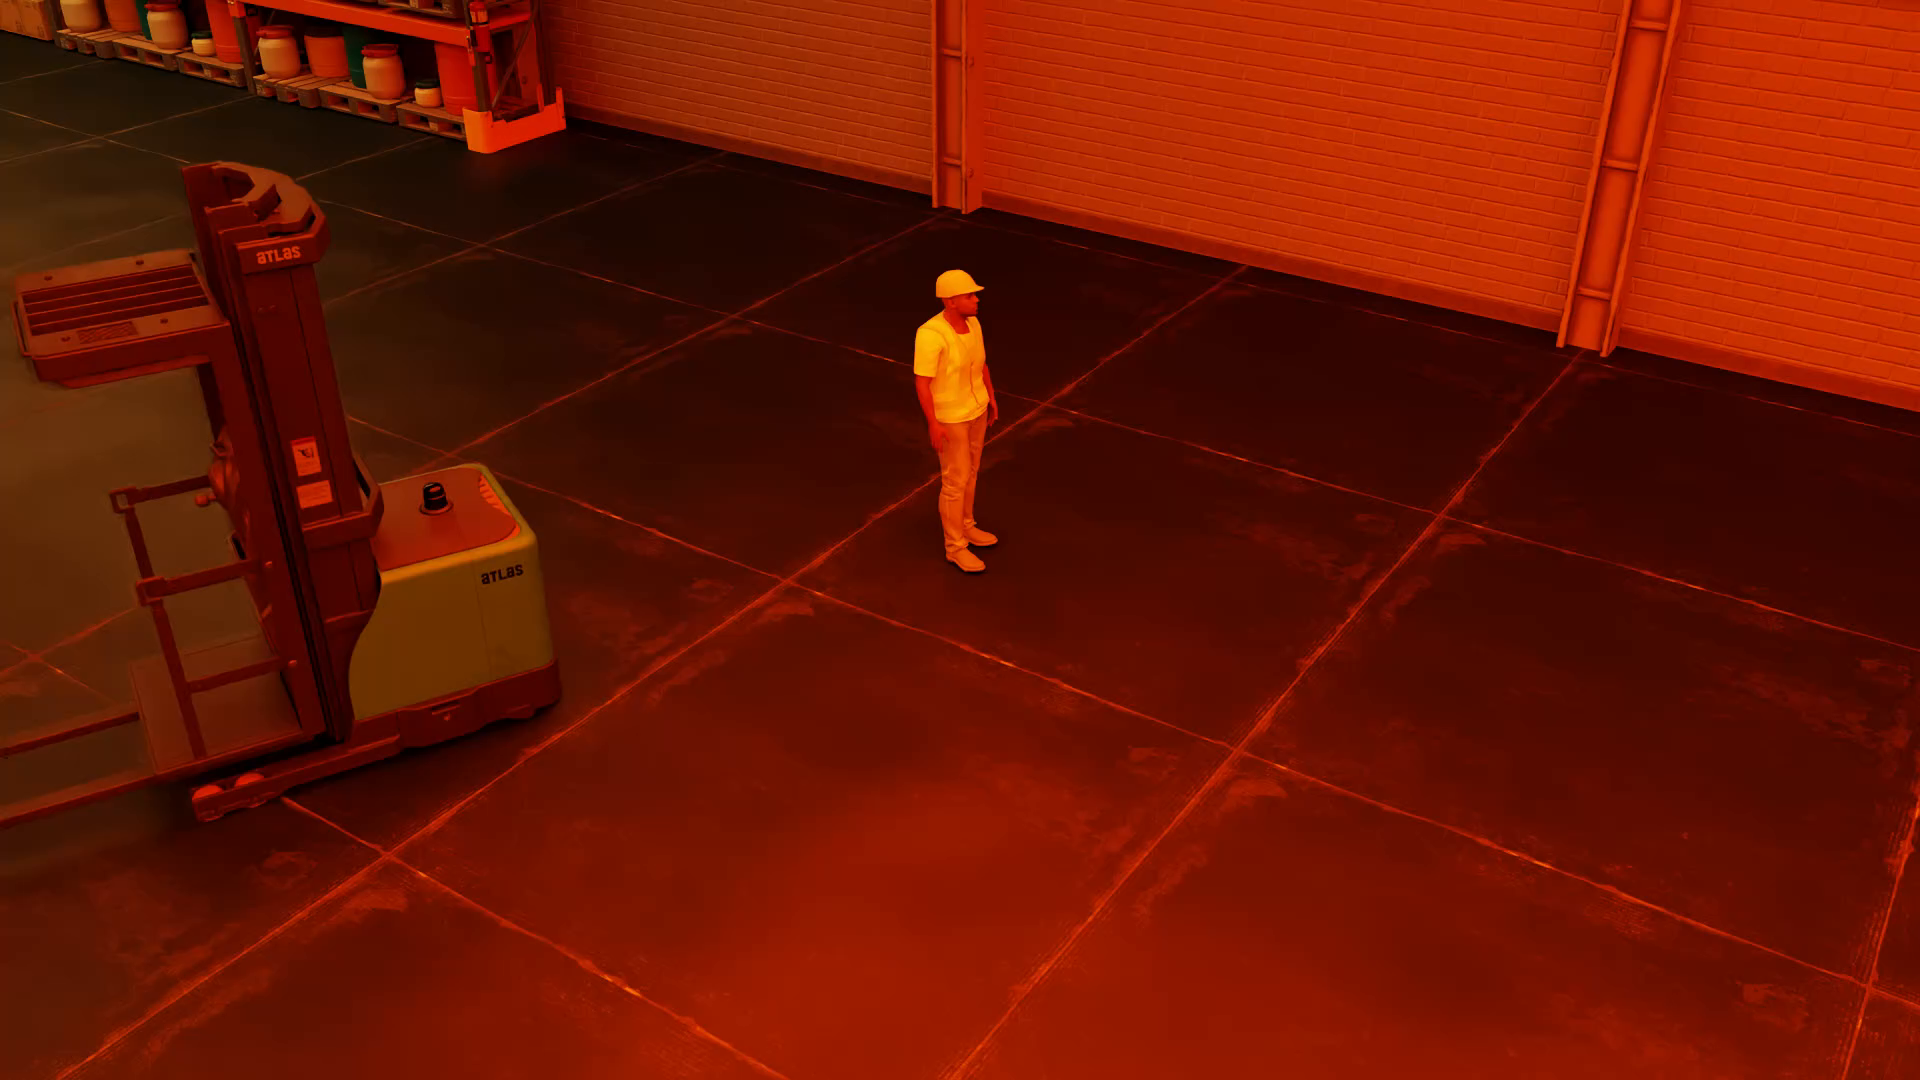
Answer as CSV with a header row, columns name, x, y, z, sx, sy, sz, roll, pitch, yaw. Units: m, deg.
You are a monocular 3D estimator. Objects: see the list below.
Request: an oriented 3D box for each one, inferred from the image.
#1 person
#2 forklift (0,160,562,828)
name,x,y,z,sx,sy,sz,roll,pitch,yaw
person,0.055,-0.748,10.015,0.575,1.768,0.665,19,35,29
forklift,-3.671,-0.200,7.925,3.031,2.935,1.130,-16,34,-26
